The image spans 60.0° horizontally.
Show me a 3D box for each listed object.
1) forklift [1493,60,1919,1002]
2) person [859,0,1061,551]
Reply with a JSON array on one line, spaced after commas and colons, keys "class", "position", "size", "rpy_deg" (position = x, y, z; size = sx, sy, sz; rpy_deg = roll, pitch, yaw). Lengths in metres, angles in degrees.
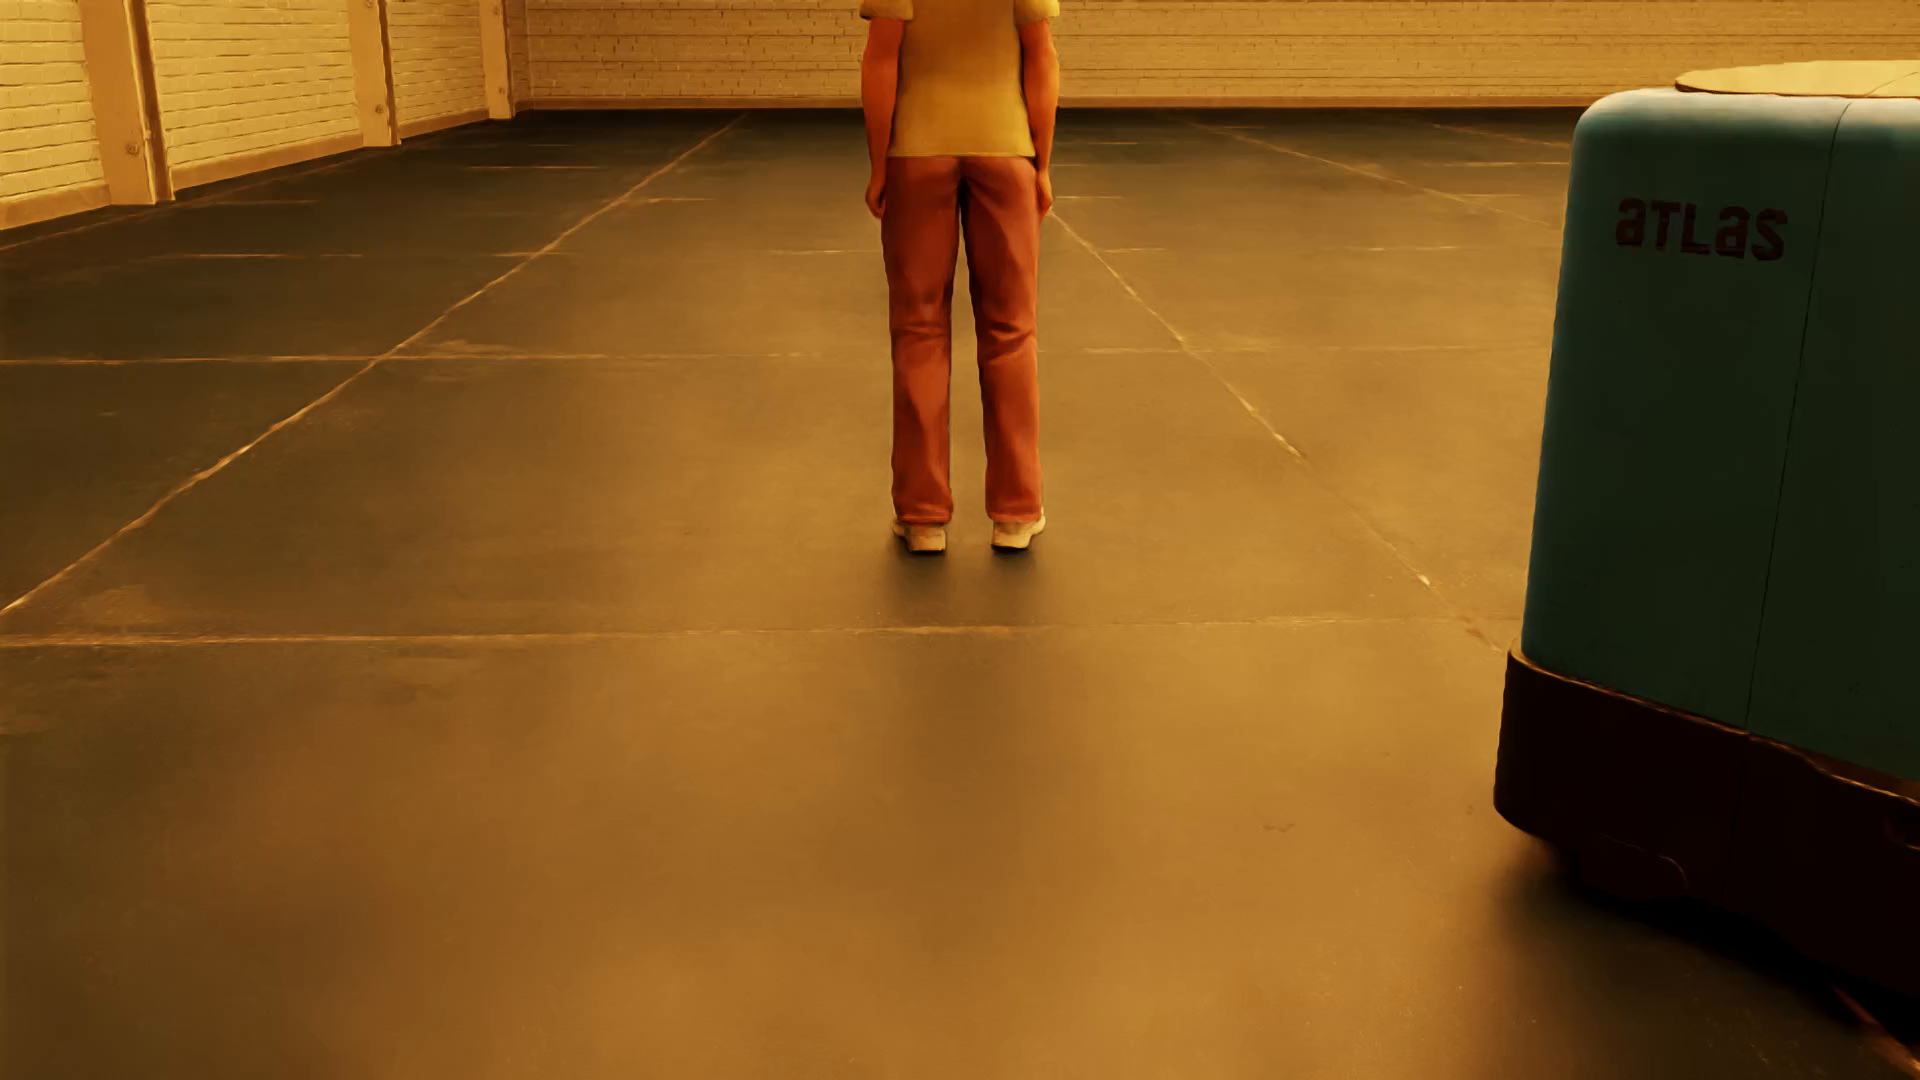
[{"class": "forklift", "position": [2.111, -0.708, 1.223], "size": [1.130, 2.935, 3.031], "rpy_deg": [-14, 22, -38]}, {"class": "person", "position": [-0.003, -0.802, 3.682], "size": [0.429, 1.673, 0.365], "rpy_deg": [-1, 17, -3]}]
